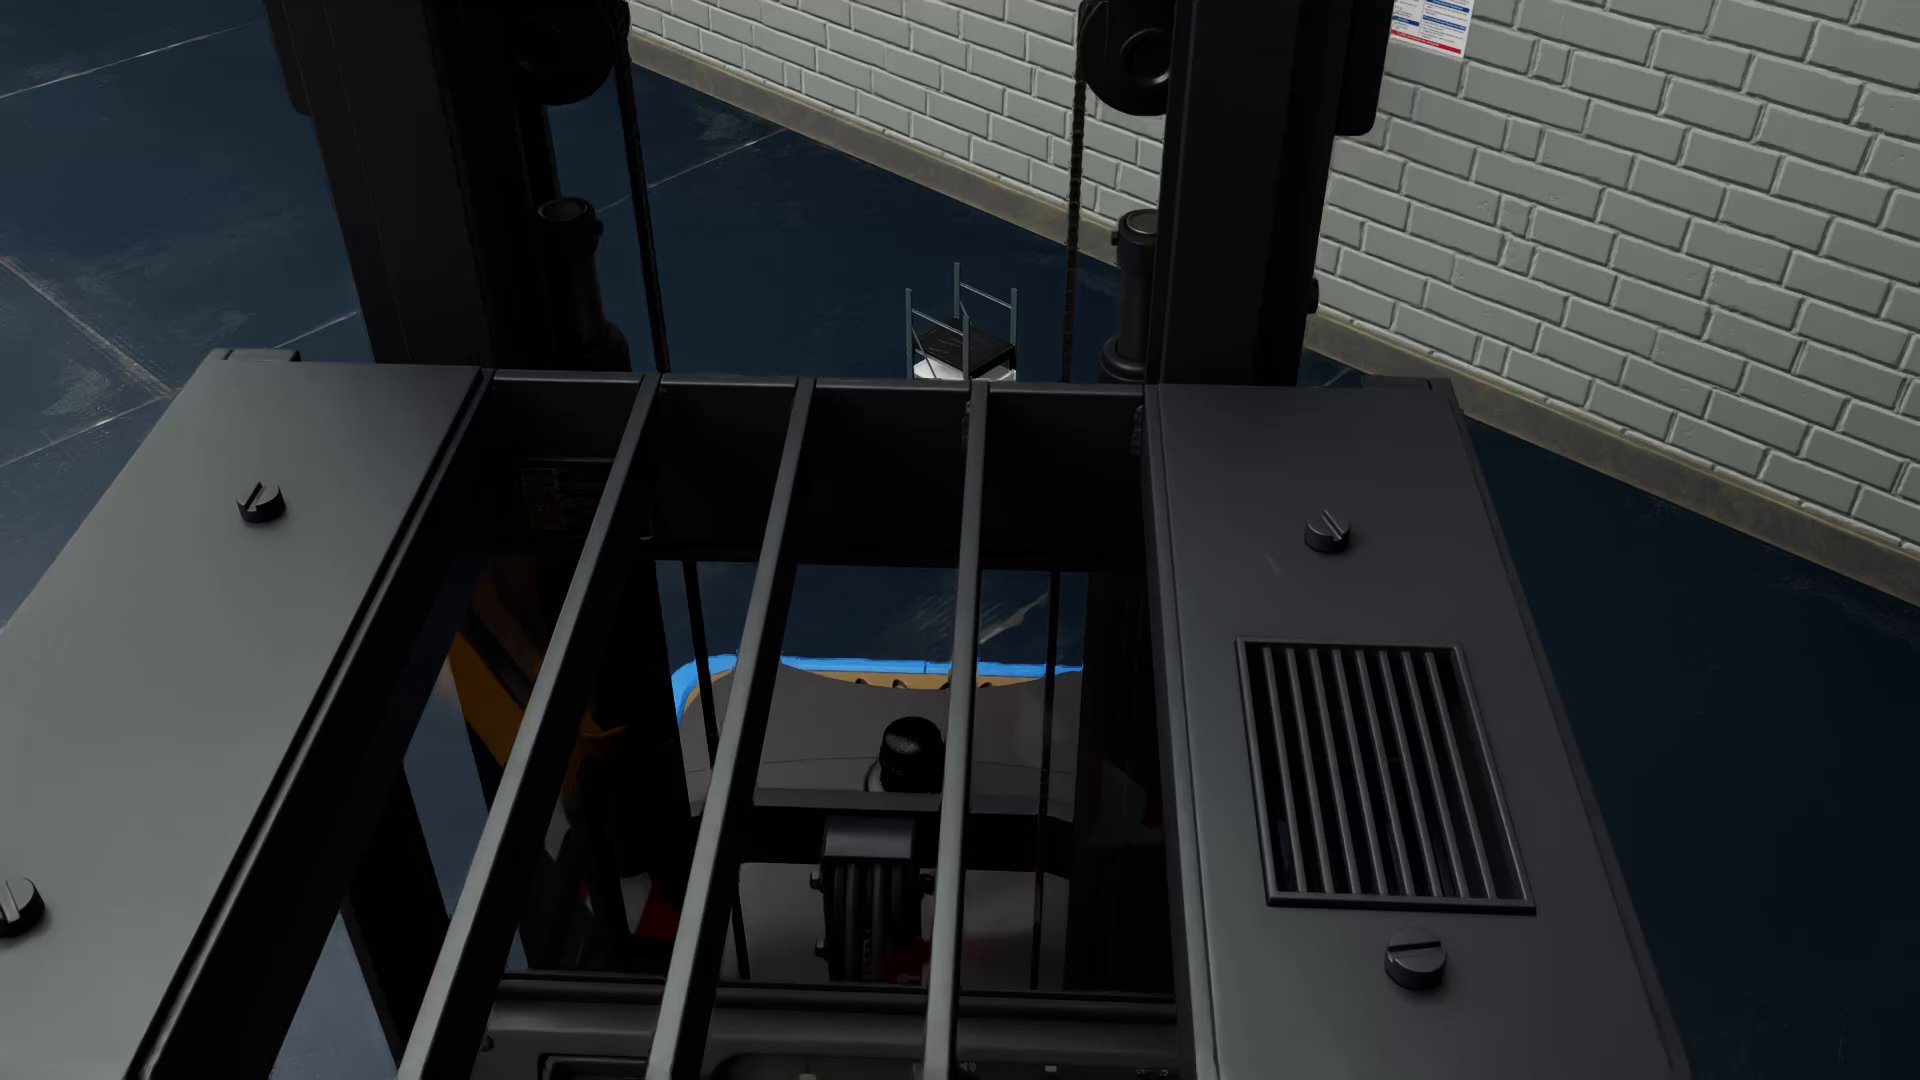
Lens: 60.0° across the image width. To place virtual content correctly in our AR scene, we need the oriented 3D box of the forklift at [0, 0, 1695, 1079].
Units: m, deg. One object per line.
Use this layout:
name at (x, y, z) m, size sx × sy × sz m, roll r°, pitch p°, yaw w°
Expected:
forklift at (-0.133, 0.839, 1.840) m, size 1.130 × 2.935 × 3.031 m, roll 2°, pitch 39°, yaw 2°

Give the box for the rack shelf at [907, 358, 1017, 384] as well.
rack shelf at (0.005, -0.471, 4.883) m, size 0.258 × 0.077 × 0.200 m, roll 30°, pitch 47°, yaw 32°

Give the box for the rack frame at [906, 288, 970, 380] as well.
rack frame at (-0.063, -0.309, 4.916) m, size 0.240 × 0.900 × 0.006 m, roll 30°, pitch 47°, yaw 32°

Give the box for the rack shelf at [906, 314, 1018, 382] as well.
rack shelf at (0.005, -0.541, 4.827) m, size 0.258 × 0.077 × 0.200 m, roll 30°, pitch 47°, yaw 32°

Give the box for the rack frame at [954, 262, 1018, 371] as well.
rack frame at (0.074, -0.403, 5.033) m, size 0.240 × 0.900 × 0.006 m, roll 30°, pitch 47°, yaw 32°

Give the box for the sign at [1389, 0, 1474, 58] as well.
sign at (1.455, -1.771, 5.143) m, size 0.329 × 0.494 × 0.001 m, roll 30°, pitch 47°, yaw 32°

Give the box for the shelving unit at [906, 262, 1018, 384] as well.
shelving unit at (0.005, -0.356, 4.975) m, size 0.258 × 0.900 × 0.210 m, roll 30°, pitch 47°, yaw 32°
